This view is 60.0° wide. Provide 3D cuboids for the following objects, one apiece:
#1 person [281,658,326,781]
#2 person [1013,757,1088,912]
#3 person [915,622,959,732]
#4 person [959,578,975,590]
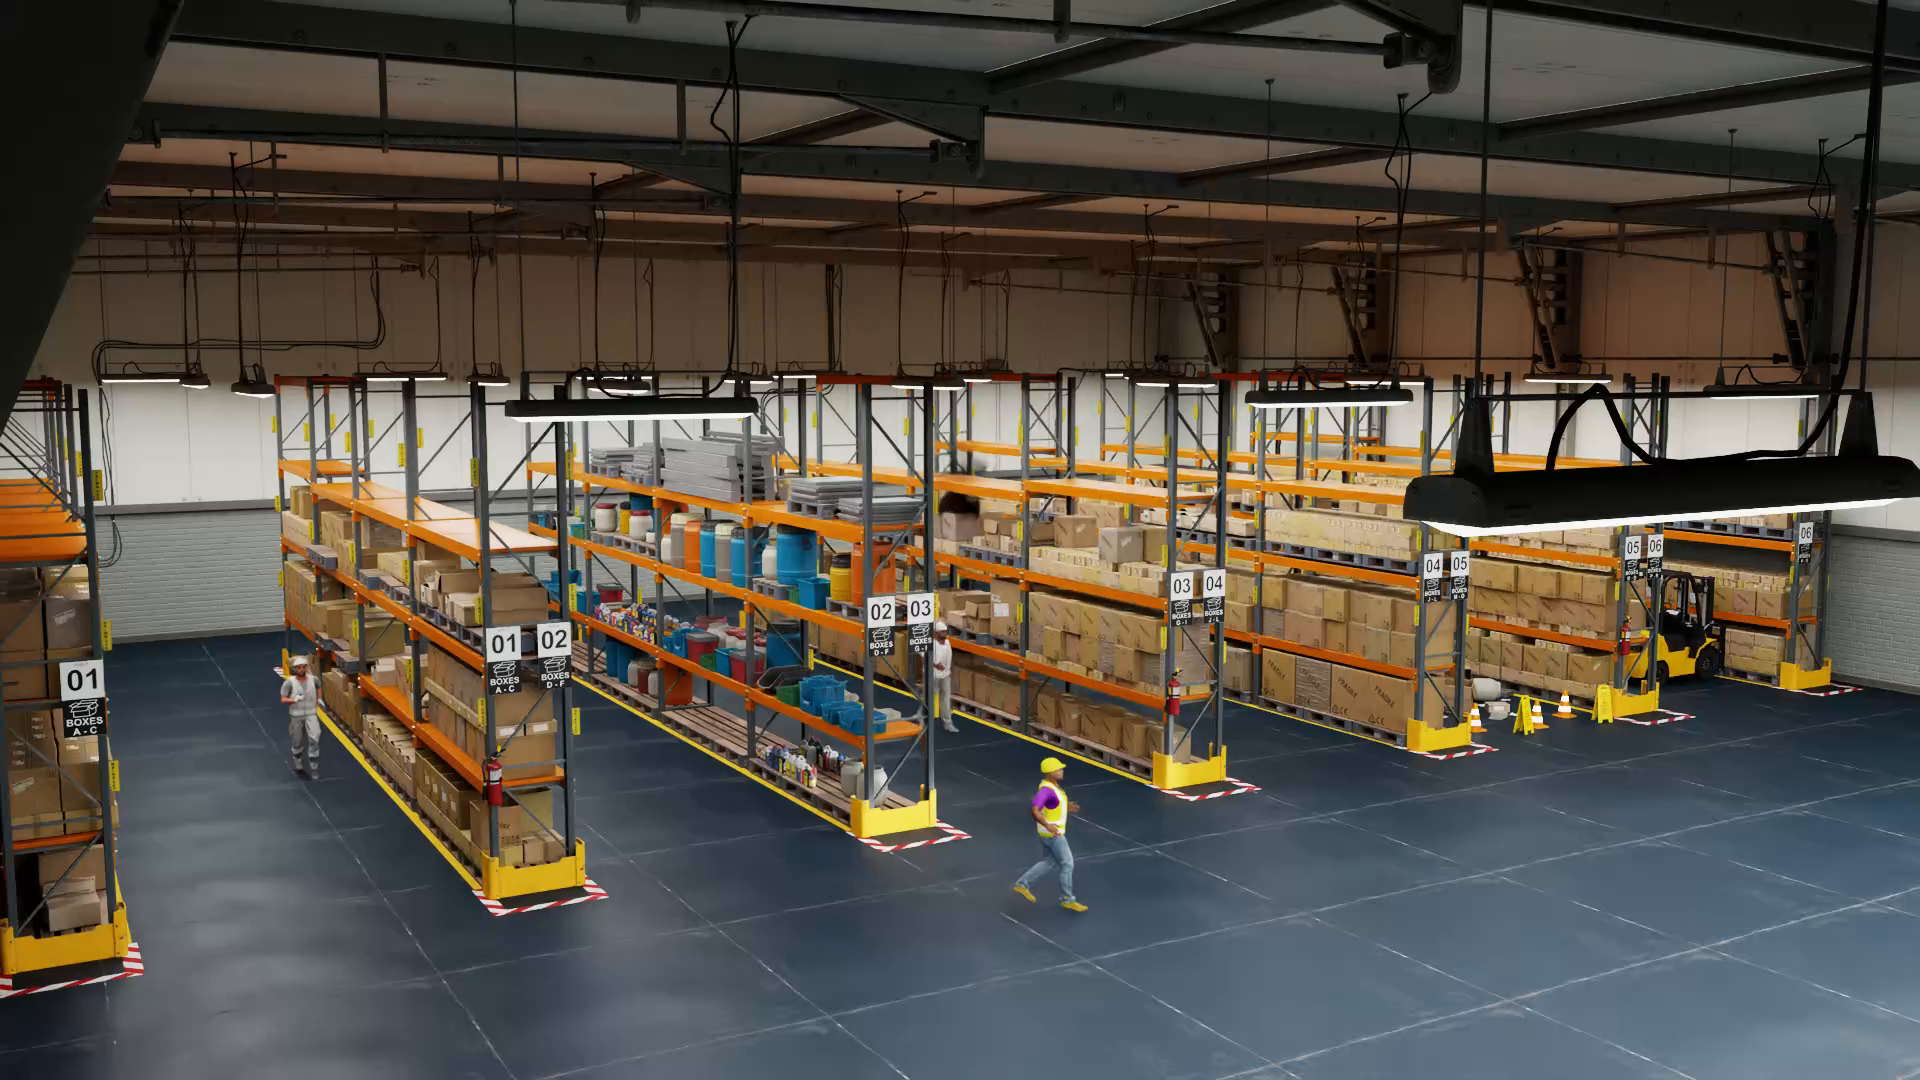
[{"bbox_3d":[-9.921,2.687,25.145,0.648,1.845,0.799,-3,7,-29],"label":"person"},{"bbox_3d":[1.041,3.361,19.037,0.852,1.776,0.694,0,6,-1],"label":"person"},{"bbox_3d":[-0.364,2.217,27.036,0.681,1.787,0.880,-6,9,-44],"label":"person"},{"bbox_3d":[0.214,0.939,42.041,0.756,1.585,0.538,1,6,13],"label":"person"}]
